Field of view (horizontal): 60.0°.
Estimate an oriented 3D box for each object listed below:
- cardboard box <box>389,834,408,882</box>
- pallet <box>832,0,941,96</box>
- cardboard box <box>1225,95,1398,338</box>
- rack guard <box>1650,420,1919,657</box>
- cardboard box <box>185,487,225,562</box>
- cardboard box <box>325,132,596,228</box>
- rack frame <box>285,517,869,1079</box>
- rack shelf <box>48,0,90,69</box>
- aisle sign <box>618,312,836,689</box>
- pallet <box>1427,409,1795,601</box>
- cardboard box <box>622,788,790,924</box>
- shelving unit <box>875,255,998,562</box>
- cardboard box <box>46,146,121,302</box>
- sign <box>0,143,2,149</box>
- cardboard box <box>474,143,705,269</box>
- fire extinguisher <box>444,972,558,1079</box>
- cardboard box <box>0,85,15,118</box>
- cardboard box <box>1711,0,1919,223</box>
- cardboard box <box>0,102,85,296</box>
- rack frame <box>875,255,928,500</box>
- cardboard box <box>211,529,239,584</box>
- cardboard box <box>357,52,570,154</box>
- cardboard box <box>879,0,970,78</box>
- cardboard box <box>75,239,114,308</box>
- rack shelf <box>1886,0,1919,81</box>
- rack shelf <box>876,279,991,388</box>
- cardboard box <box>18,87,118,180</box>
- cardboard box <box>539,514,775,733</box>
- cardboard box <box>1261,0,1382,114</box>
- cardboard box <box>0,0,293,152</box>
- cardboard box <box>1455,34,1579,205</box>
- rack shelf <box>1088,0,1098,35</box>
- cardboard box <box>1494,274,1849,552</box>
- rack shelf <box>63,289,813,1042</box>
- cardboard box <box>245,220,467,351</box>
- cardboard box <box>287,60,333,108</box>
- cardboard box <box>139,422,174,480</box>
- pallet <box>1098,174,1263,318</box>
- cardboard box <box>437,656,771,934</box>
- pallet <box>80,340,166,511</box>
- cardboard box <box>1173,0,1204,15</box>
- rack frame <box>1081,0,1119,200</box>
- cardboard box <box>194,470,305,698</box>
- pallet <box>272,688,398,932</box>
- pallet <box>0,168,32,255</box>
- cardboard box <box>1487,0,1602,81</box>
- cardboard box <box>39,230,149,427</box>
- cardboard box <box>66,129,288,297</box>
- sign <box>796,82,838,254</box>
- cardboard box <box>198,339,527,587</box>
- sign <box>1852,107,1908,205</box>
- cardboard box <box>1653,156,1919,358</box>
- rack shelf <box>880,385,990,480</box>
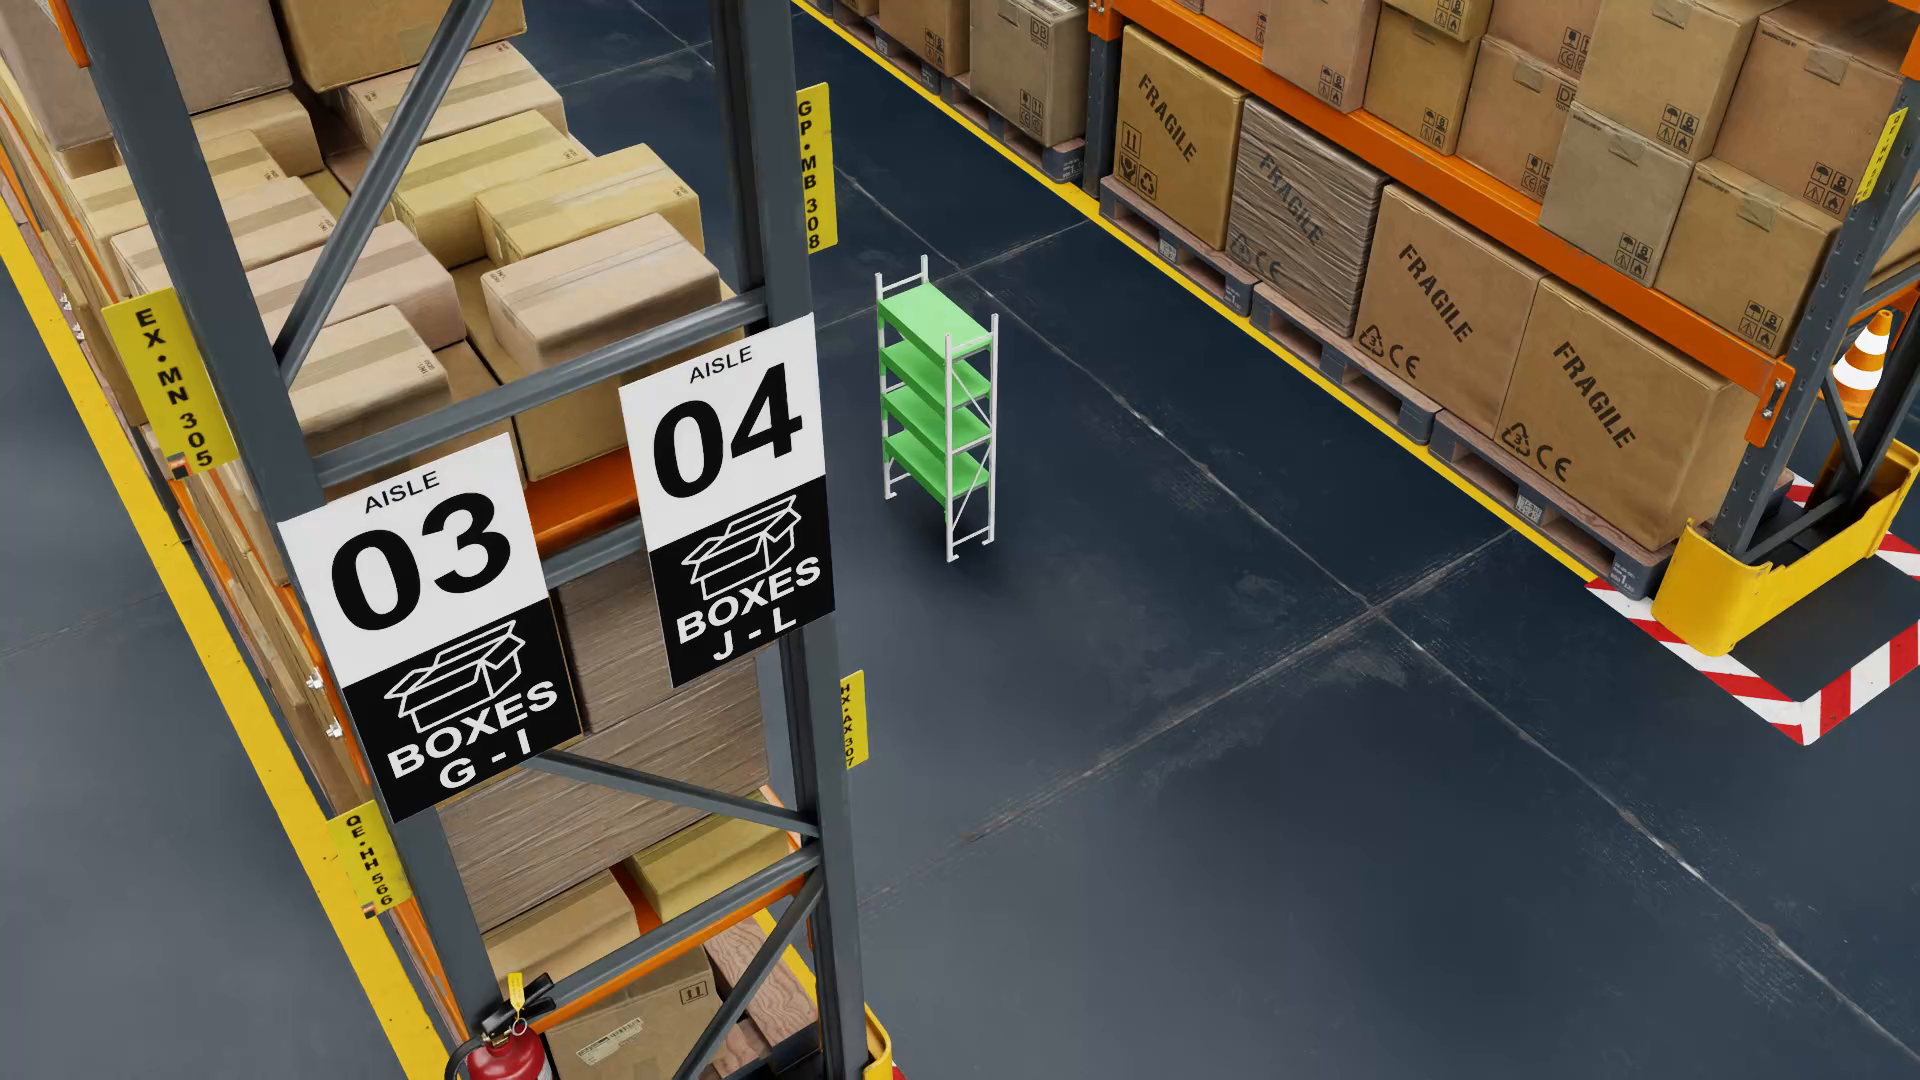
[{"bbox_3d":[-1.373,0.716,4.501,0.380,0.149,0.250,-26,49,-24],"label":"cardboard box"},{"bbox_3d":[-0.081,-3.290,10.534,1.003,0.211,1.213,-26,49,-24],"label":"pallet"},{"bbox_3d":[1.946,-1.690,8.074,0.875,0.875,0.875,-25,49,-24],"label":"cardboard box"},{"bbox_3d":[3.426,-0.016,6.896,1.175,0.500,0.348,-26,49,-24],"label":"rack guard"},{"bbox_3d":[-2.256,-0.122,5.378,0.380,0.149,0.250,-26,49,-24],"label":"cardboard box"},{"bbox_3d":[-1.077,-0.727,3.767,0.500,0.250,0.500,-27,50,-25],"label":"cardboard box"},{"bbox_3d":[-0.713,0.968,4.055,1.000,3.000,0.127,-26,49,-24],"label":"rack frame"},{"bbox_3d":[-1.857,-2.073,3.419,1.077,0.370,4.000,-26,49,-24],"label":"rack shelf"},{"bbox_3d":[-0.432,-0.056,3.244,0.394,0.787,0.004,-26,49,-24],"label":"aisle sign"},{"bbox_3d":[2.891,-0.347,7.452,1.003,0.211,1.213,-26,49,-24],"label":"pallet"},{"bbox_3d":[-0.681,0.803,4.409,0.380,0.149,0.250,-26,49,-24],"label":"cardboard box"},{"bbox_3d":[-0.095,-0.528,6.925,0.258,1.200,0.503,-26,49,-24],"label":"shelving unit"},{"bbox_3d":[-1.772,-0.811,3.854,0.500,0.250,0.500,-25,49,-24],"label":"cardboard box"},{"bbox_3d":[-3.455,-1.495,5.796,0.100,0.325,0.005,-26,49,-24],"label":"sign"},{"bbox_3d":[-0.750,-0.639,3.386,0.380,0.149,0.250,-25,49,-24],"label":"cardboard box"},{"bbox_3d":[-1.026,1.243,3.823,0.296,0.674,0.183,-26,49,-24],"label":"fire extinguisher"},{"bbox_3d":[-2.372,-1.389,4.460,0.500,0.250,0.500,-28,50,-26],"label":"cardboard box"},{"bbox_3d":[3.232,-1.604,5.859,0.875,0.550,0.550,-26,49,-24],"label":"cardboard box"},{"bbox_3d":[-2.665,-1.165,5.277,0.500,0.500,0.500,-26,49,-24],"label":"cardboard box"},{"bbox_3d":[-0.234,-0.666,7.070,0.240,1.200,0.015,-26,49,-24],"label":"rack frame"},{"bbox_3d":[-1.640,-0.034,4.817,0.875,0.500,0.500,-26,49,-24],"label":"cardboard box"},{"bbox_3d":[-1.093,-0.916,3.676,0.380,0.149,0.250,-24,49,-23],"label":"cardboard box"},{"bbox_3d":[0.147,-3.401,9.957,1.050,0.750,0.750,-26,49,-24],"label":"cardboard box"},{"bbox_3d":[-2.085,-0.603,4.688,0.500,0.500,0.500,-26,49,-24],"label":"cardboard box"},{"bbox_3d":[2.269,-2.892,6.446,1.077,0.370,4.000,-26,49,-24],"label":"rack shelf"},{"bbox_3d":[-0.095,-0.829,6.638,0.258,0.148,0.480,-26,49,-24],"label":"rack shelf"},{"bbox_3d":[-1.866,-0.981,3.743,0.380,0.149,0.250,-28,50,-26],"label":"cardboard box"},{"bbox_3d":[-0.804,0.044,4.011,0.500,0.500,0.500,-26,49,-24],"label":"cardboard box"},{"bbox_3d":[1.891,-2.395,7.468,0.875,0.550,0.550,-26,49,-24],"label":"cardboard box"},{"bbox_3d":[-1.808,-1.219,3.524,0.500,0.500,0.500,-26,49,-24],"label":"cardboard box"},{"bbox_3d":[2.613,-1.850,6.898,0.875,0.550,0.550,-26,49,-24],"label":"cardboard box"},{"bbox_3d":[-0.020,-4.072,9.855,1.077,0.370,4.000,-26,49,-24],"label":"rack shelf"},{"bbox_3d":[2.971,-0.675,7.011,0.875,0.875,0.875,-25,49,-24],"label":"cardboard box"},{"bbox_3d":[-1.857,0.096,5.490,1.077,0.370,4.000,-26,49,-24],"label":"rack shelf"},{"bbox_3d":[-1.181,-0.435,3.172,0.380,0.149,0.250,-27,50,-26],"label":"cardboard box"},{"bbox_3d":[-1.397,-1.204,3.978,0.380,0.149,0.250,-28,50,-26],"label":"cardboard box"},{"bbox_3d":[-2.567,-0.393,5.662,0.380,0.149,0.250,-26,49,-24],"label":"cardboard box"},{"bbox_3d":[1.495,-1.729,8.900,1.003,0.211,1.213,-26,49,-24],"label":"pallet"},{"bbox_3d":[-1.005,0.502,4.255,0.875,0.500,0.500,-26,49,-24],"label":"cardboard box"},{"bbox_3d":[-3.448,-0.729,7.852,1.003,0.211,1.213,-26,49,-24],"label":"pallet"},{"bbox_3d":[1.345,-3.049,8.154,0.875,0.550,0.550,-26,49,-24],"label":"cardboard box"},{"bbox_3d":[1.124,-3.199,8.420,1.000,3.000,0.127,-26,49,-24],"label":"rack frame"},{"bbox_3d":[-1.521,-0.032,4.090,0.500,0.500,0.500,-26,49,-24],"label":"cardboard box"},{"bbox_3d":[-1.886,0.769,6.282,1.003,0.211,1.213,-26,49,-24],"label":"pallet"},{"bbox_3d":[-4.844,-2.111,9.299,1.003,0.211,1.213,-26,49,-24],"label":"pallet"},{"bbox_3d":[2.633,-2.250,6.535,0.875,0.550,0.550,-26,49,-24],"label":"cardboard box"},{"bbox_3d":[-2.538,-0.865,5.687,0.875,0.500,0.500,-26,49,-24],"label":"cardboard box"},{"bbox_3d":[-1.590,-0.679,3.428,0.380,0.149,0.250,-25,49,-24],"label":"cardboard box"},{"bbox_3d":[-0.268,-0.647,2.942,0.100,0.325,0.005,-26,49,-24],"label":"sign"},{"bbox_3d":[-1.197,-0.235,3.252,0.500,0.250,0.500,-25,49,-24],"label":"cardboard box"},{"bbox_3d":[2.960,-1.232,5.349,0.100,0.325,0.005,-26,49,-24],"label":"sign"},{"bbox_3d":[3.163,-1.181,6.197,0.875,0.550,0.550,-26,49,-24],"label":"cardboard box"},{"bbox_3d":[-0.095,-0.482,6.969,0.258,0.148,0.480,-26,49,-24],"label":"rack shelf"}]
